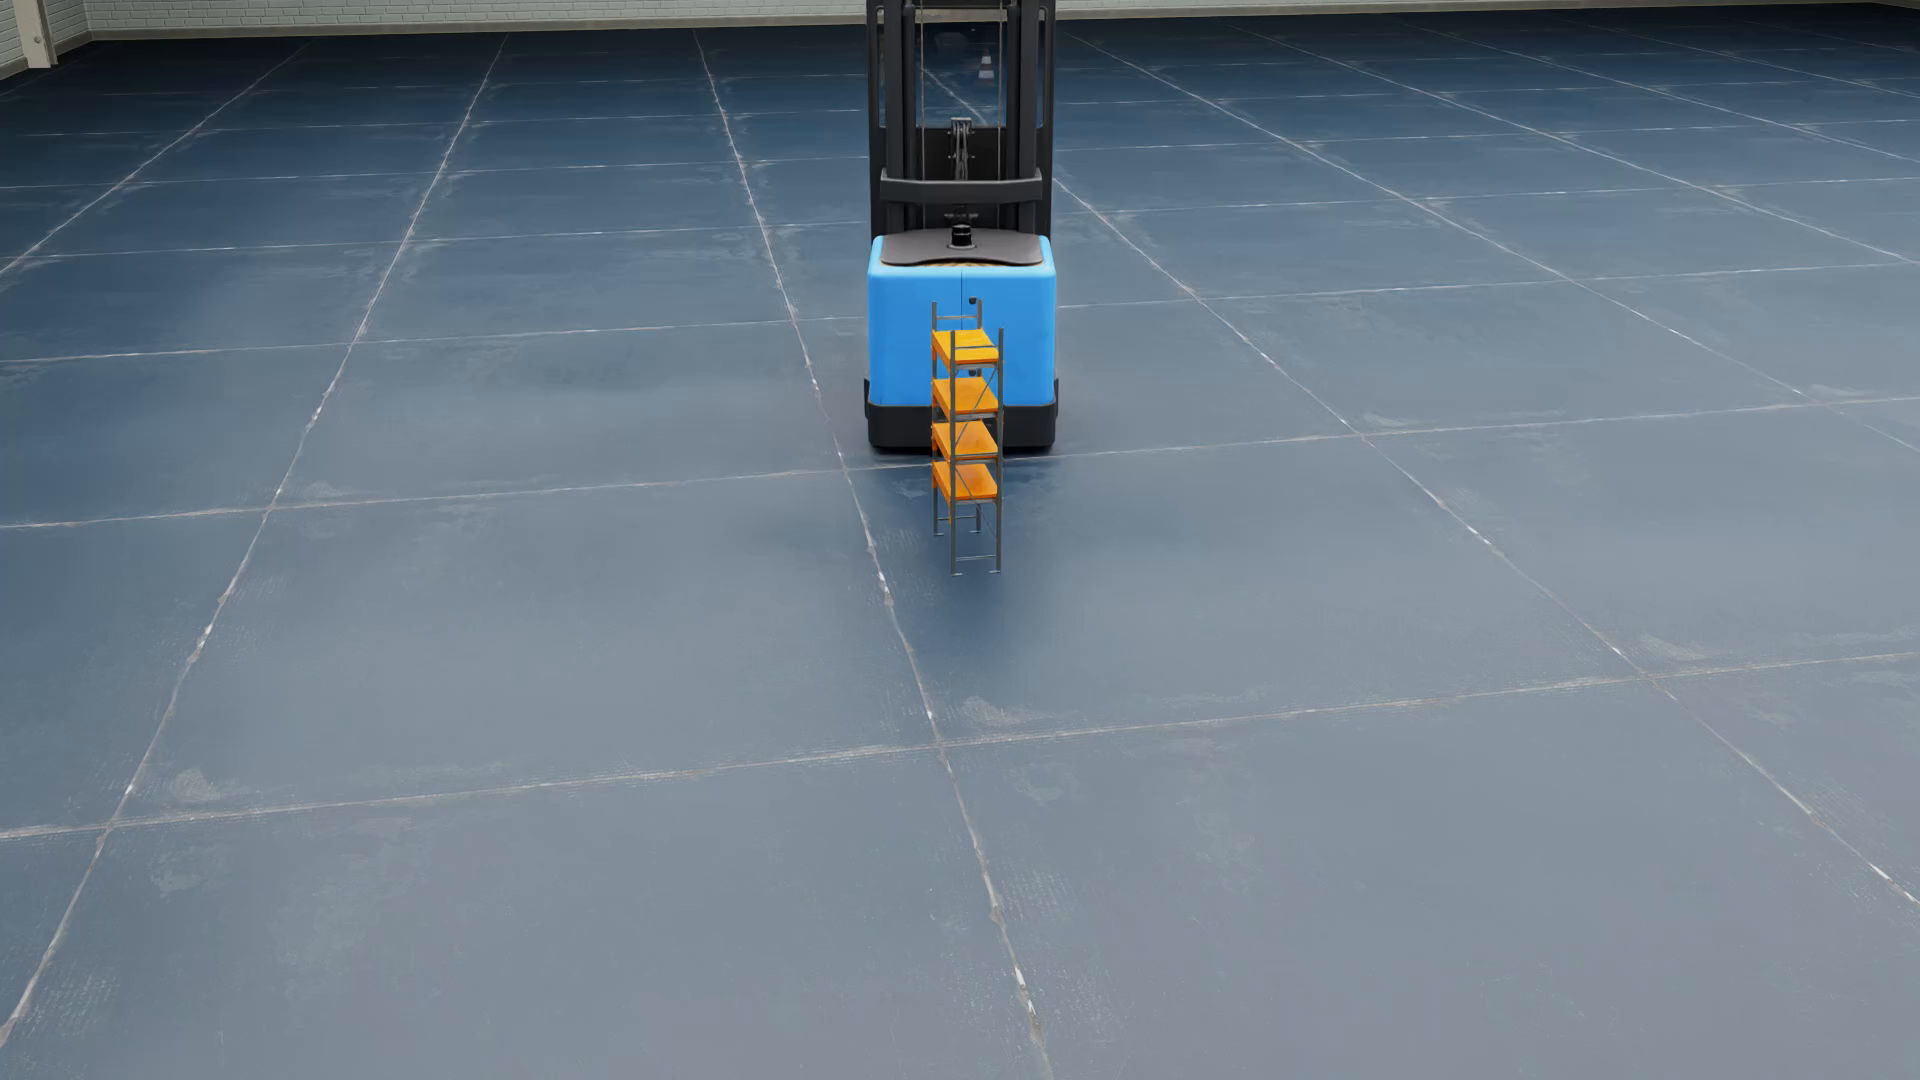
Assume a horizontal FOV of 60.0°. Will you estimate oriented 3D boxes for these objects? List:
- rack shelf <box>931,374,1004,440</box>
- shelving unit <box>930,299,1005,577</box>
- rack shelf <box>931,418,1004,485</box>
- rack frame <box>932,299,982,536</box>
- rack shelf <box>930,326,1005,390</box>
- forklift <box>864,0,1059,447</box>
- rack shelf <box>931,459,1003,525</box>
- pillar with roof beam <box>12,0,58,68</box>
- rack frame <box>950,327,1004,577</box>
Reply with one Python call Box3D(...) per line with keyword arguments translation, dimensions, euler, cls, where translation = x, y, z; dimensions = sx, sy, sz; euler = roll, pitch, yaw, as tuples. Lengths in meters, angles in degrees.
Box3D(translation=(0.031, -0.628, 7.798), dimensions=(0.258, 0.148, 0.480), euler=(-4, 24, -10), cls="rack shelf")
Box3D(translation=(0.031, -0.485, 7.861), dimensions=(0.258, 1.200, 0.503), euler=(-4, 24, -10), cls="shelving unit")
Box3D(translation=(0.031, -0.423, 7.888), dimensions=(0.258, 0.148, 0.480), euler=(-4, 24, -10), cls="rack shelf")
Box3D(translation=(-0.015, -0.581, 8.081), dimensions=(0.240, 1.200, 0.015), euler=(-4, 24, -10), cls="rack frame")
Box3D(translation=(0.031, -0.845, 7.703), dimensions=(0.258, 0.148, 0.480), euler=(-4, 24, -10), cls="rack shelf")
Box3D(translation=(0.005, -2.403, 10.089), dimensions=(1.130, 2.935, 3.031), euler=(0, 24, 0), cls="forklift")
Box3D(translation=(0.031, -0.241, 7.967), dimensions=(0.258, 0.148, 0.480), euler=(-4, 24, -10), cls="rack shelf")
Box3D(translation=(-8.881, -11.216, 22.687), dimensions=(9.100, 9.000, 0.400), euler=(-4, 24, -10), cls="pillar with roof beam")
Box3D(translation=(0.076, -0.389, 7.641), dimensions=(0.240, 1.200, 0.015), euler=(-4, 24, -10), cls="rack frame")
